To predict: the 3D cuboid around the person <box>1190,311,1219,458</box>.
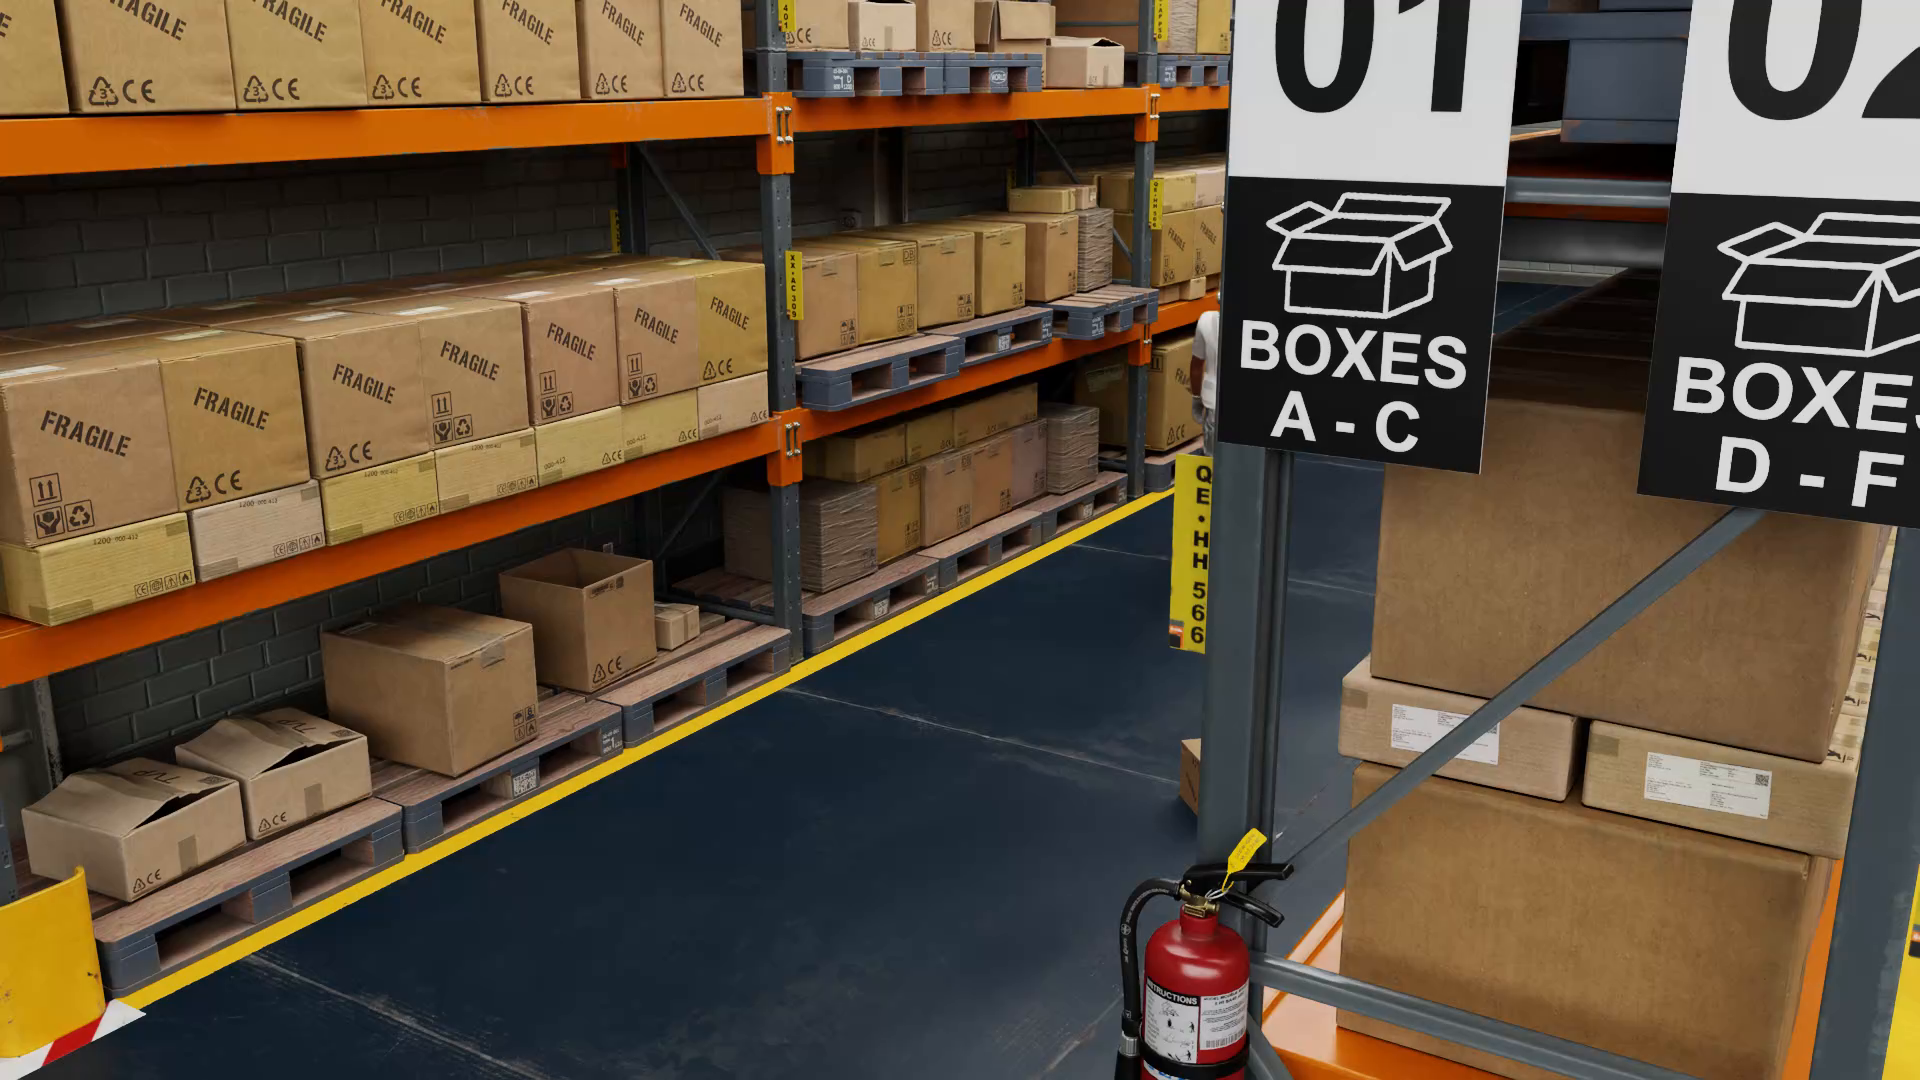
[{"bbox_3d":[1.725,-0.827,10.361,0.594,1.812,0.453,6,17,20],"label":"person"}]
